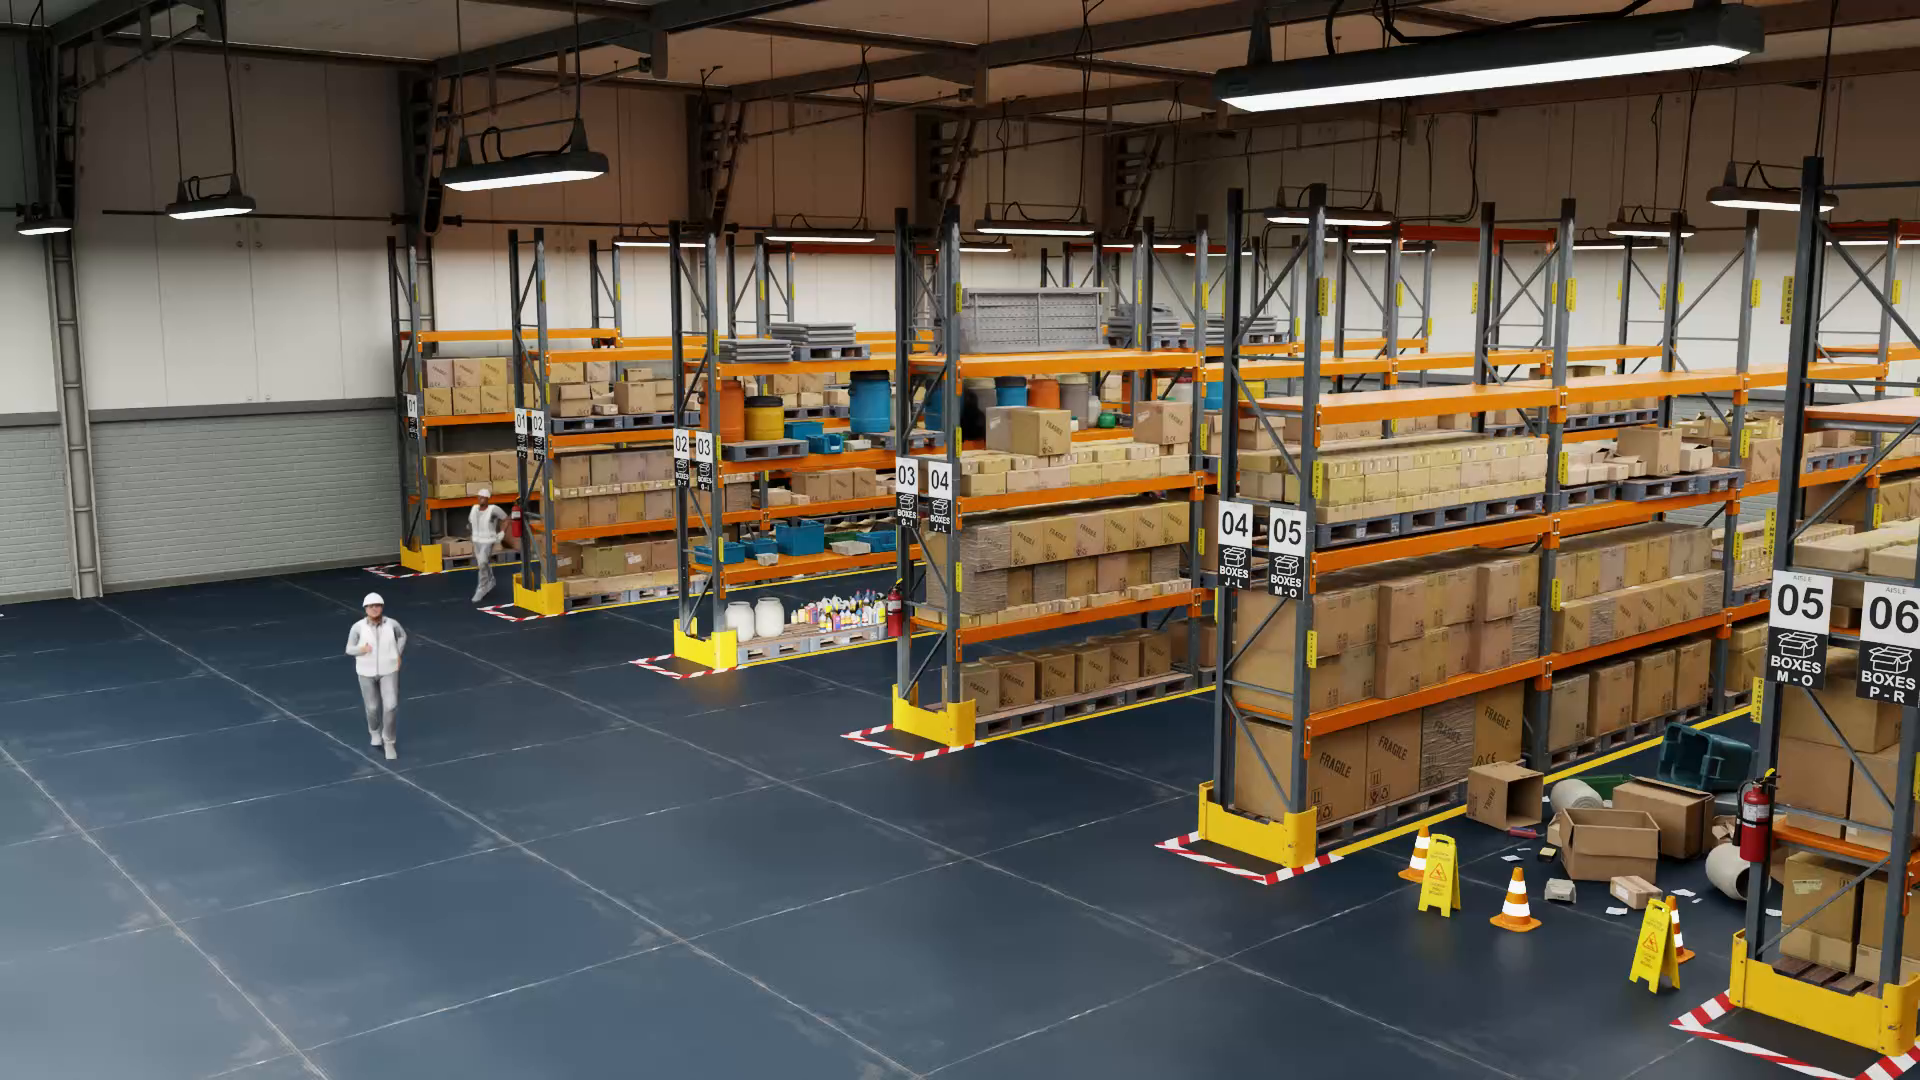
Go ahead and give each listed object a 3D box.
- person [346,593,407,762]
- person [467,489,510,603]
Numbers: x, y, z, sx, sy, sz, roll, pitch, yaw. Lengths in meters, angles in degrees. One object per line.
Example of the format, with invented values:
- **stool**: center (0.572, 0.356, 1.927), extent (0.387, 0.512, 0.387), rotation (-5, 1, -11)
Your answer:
- **person**: center (-6.407, 1.485, 18.314), extent (0.643, 1.826, 0.742), rotation (-3, 9, -19)
- **person**: center (-7.834, 0.062, 27.422), extent (0.693, 1.830, 0.830), rotation (4, 10, 24)
